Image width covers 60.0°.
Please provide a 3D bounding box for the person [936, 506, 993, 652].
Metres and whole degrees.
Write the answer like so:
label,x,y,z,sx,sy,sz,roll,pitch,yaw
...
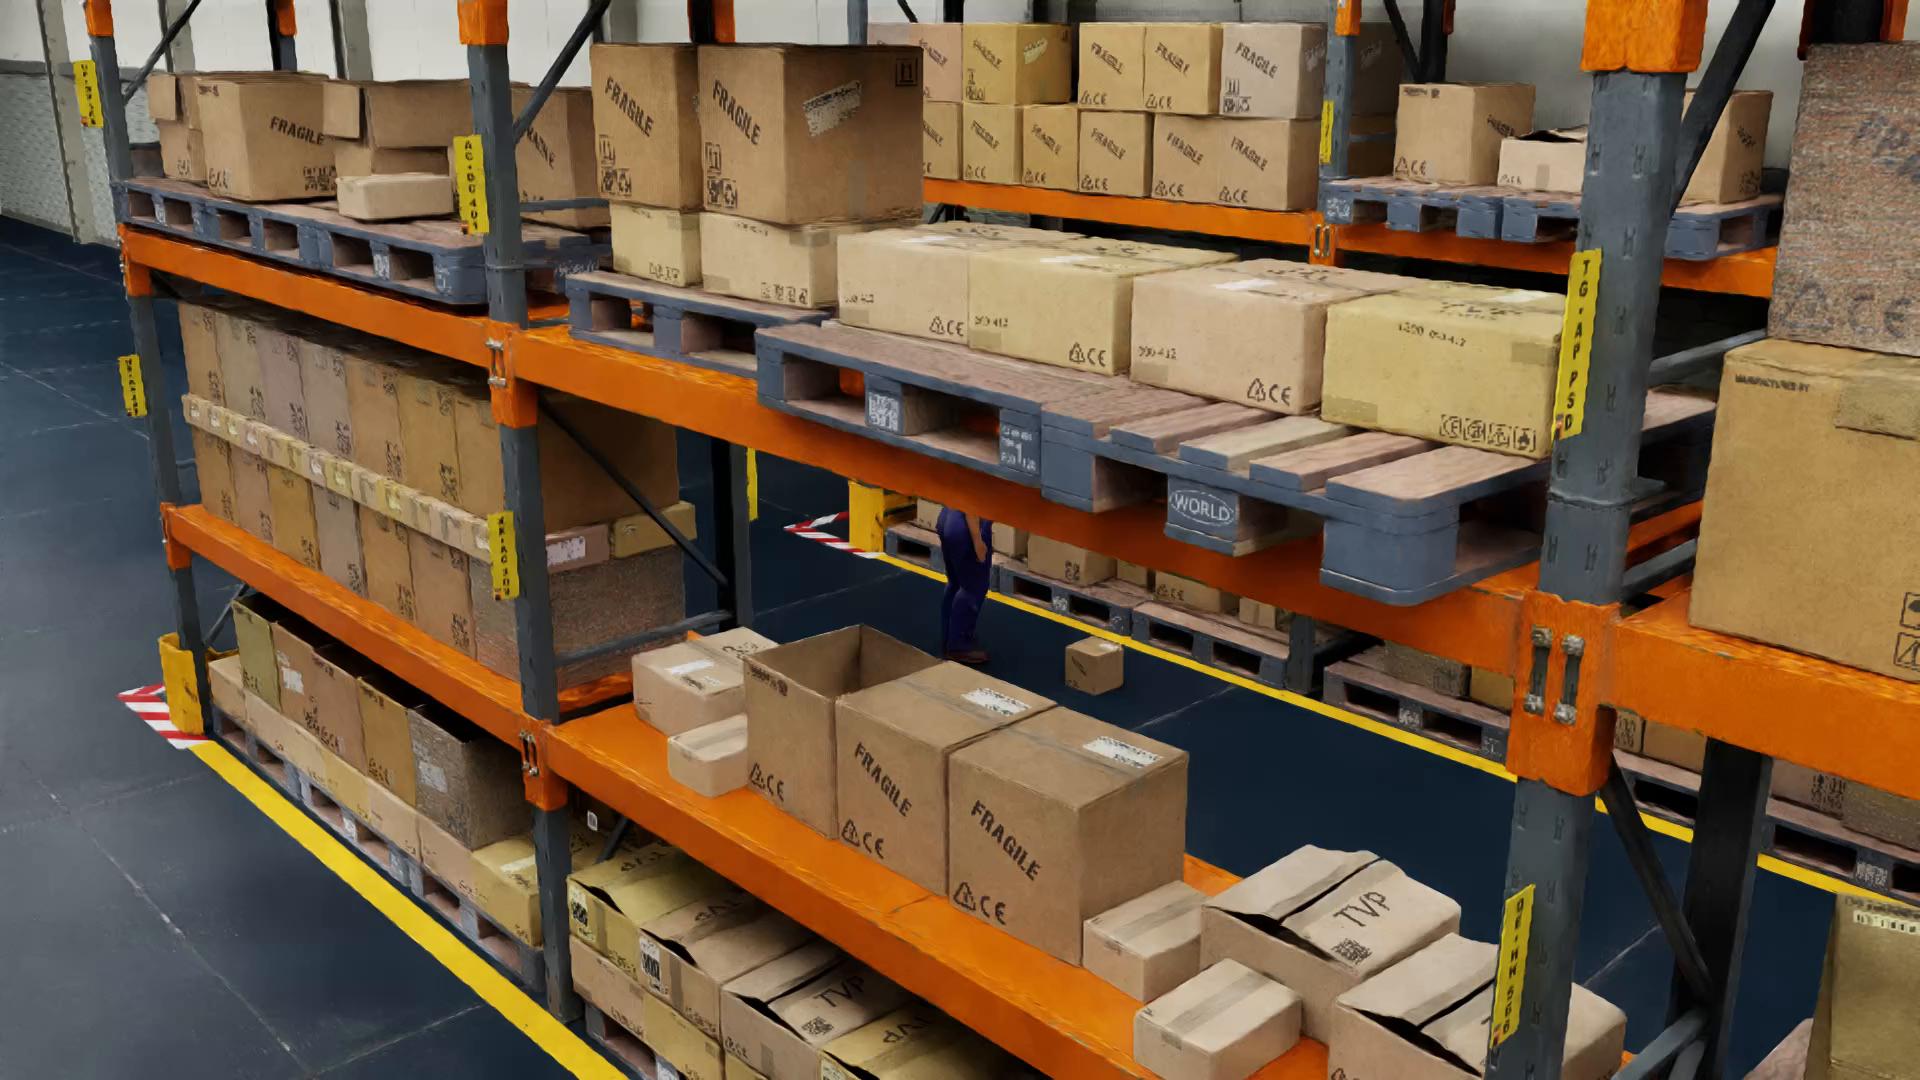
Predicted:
label,x,y,z,sx,sy,sz,roll,pitch,yaw
person,0.046,-0.092,10.196,0.349,1.574,0.526,-5,18,-14
